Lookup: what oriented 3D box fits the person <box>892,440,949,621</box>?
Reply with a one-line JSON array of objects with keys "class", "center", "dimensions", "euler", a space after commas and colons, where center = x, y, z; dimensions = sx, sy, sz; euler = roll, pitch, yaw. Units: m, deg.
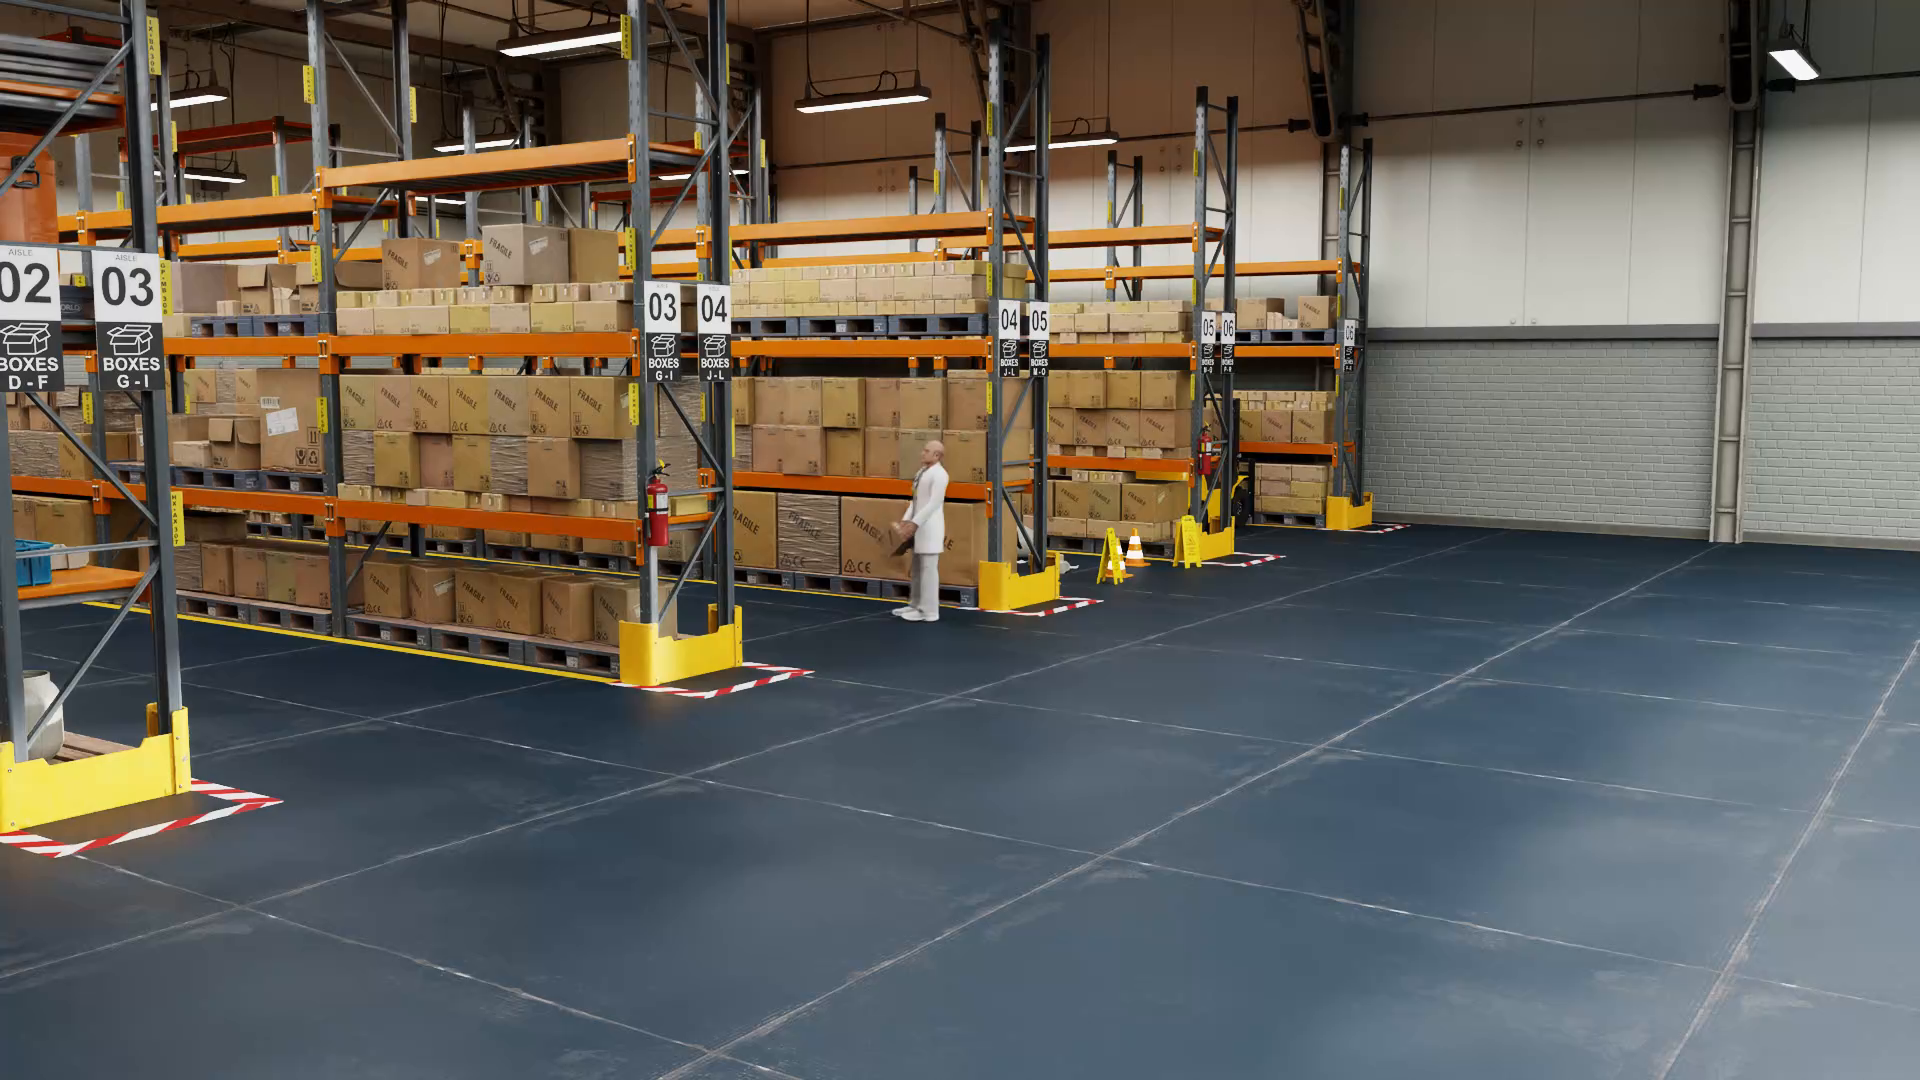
[{"class": "person", "center": [-0.403, -0.096, 16.529], "dimensions": [0.473, 1.787, 0.627], "euler": [-2, 7, -22]}]
